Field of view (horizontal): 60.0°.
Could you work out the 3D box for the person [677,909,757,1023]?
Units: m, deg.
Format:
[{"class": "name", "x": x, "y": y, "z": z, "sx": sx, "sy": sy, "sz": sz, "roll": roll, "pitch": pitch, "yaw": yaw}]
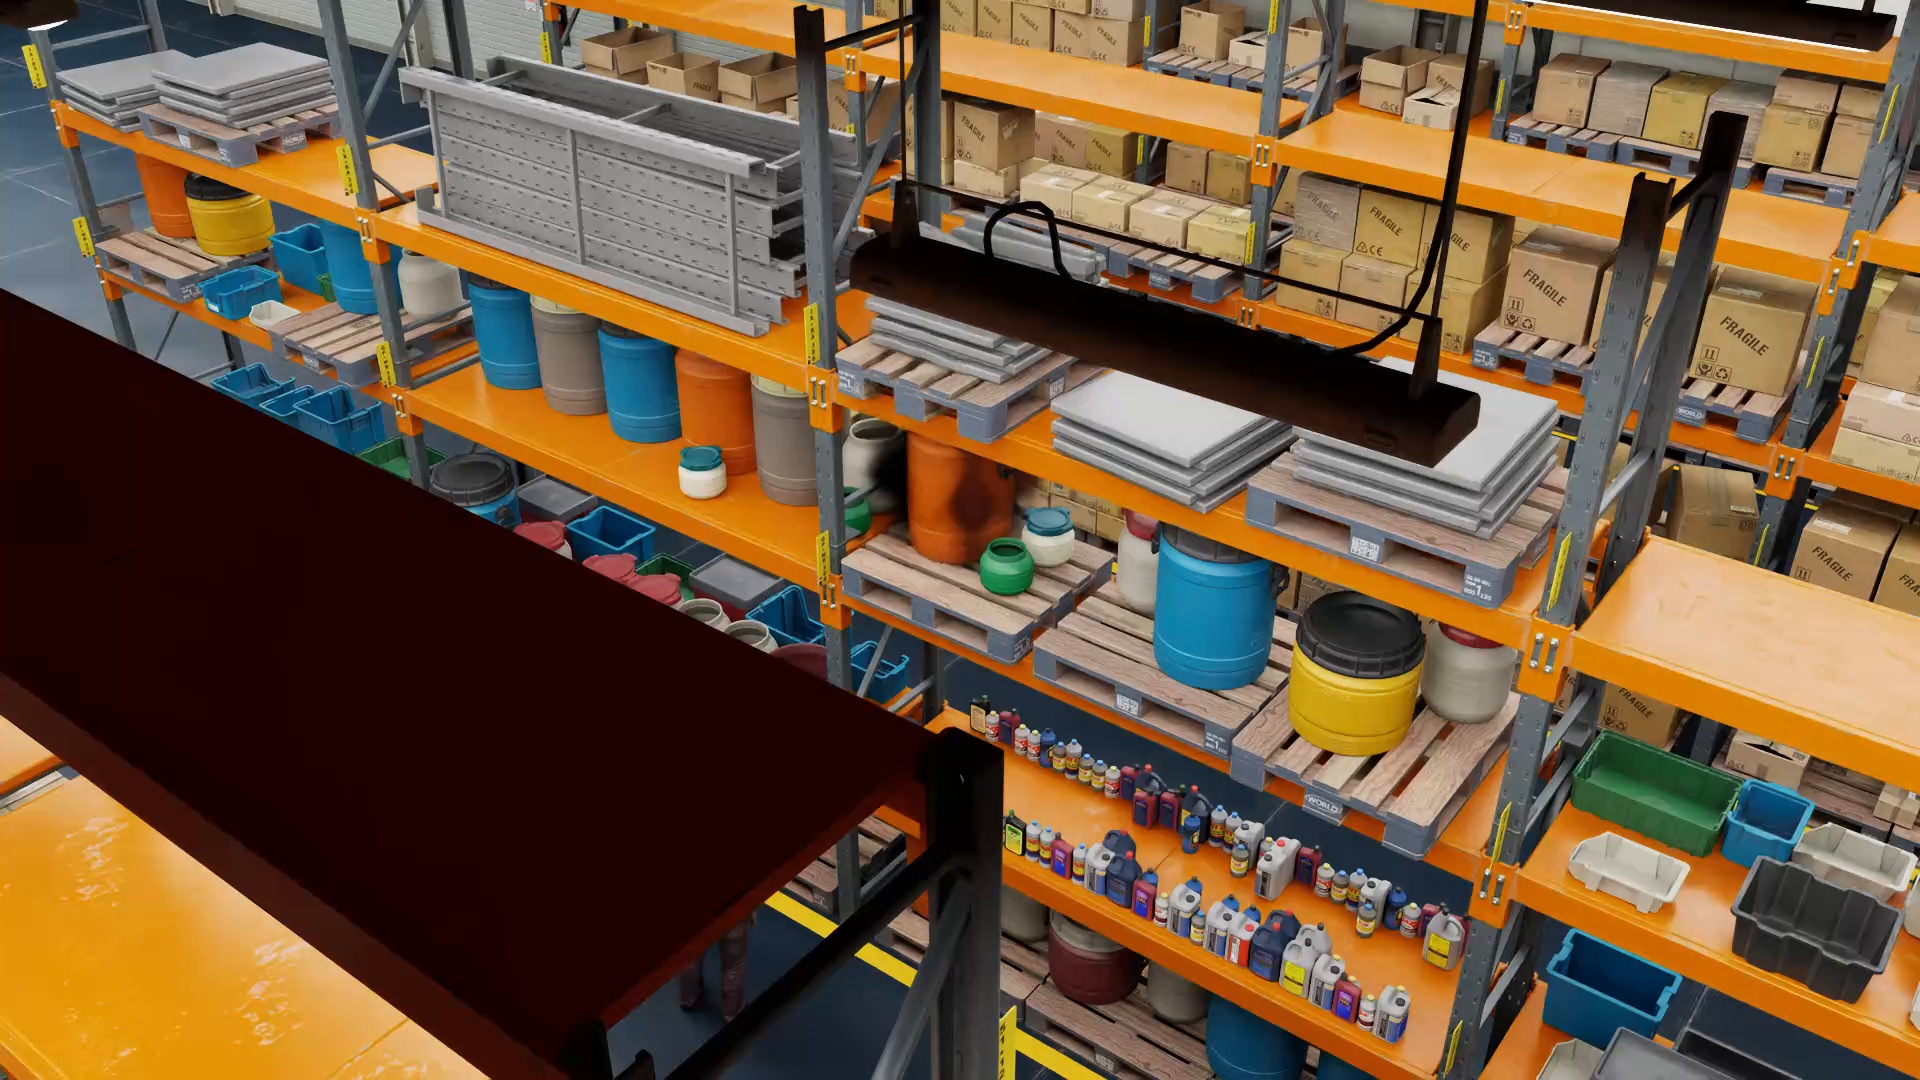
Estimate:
[{"class": "person", "x": -1.488, "y": 2.219, "z": 10.001, "sx": 0.598, "sy": 1.727, "sz": 0.433, "roll": 7, "pitch": 32, "yaw": 11}]
